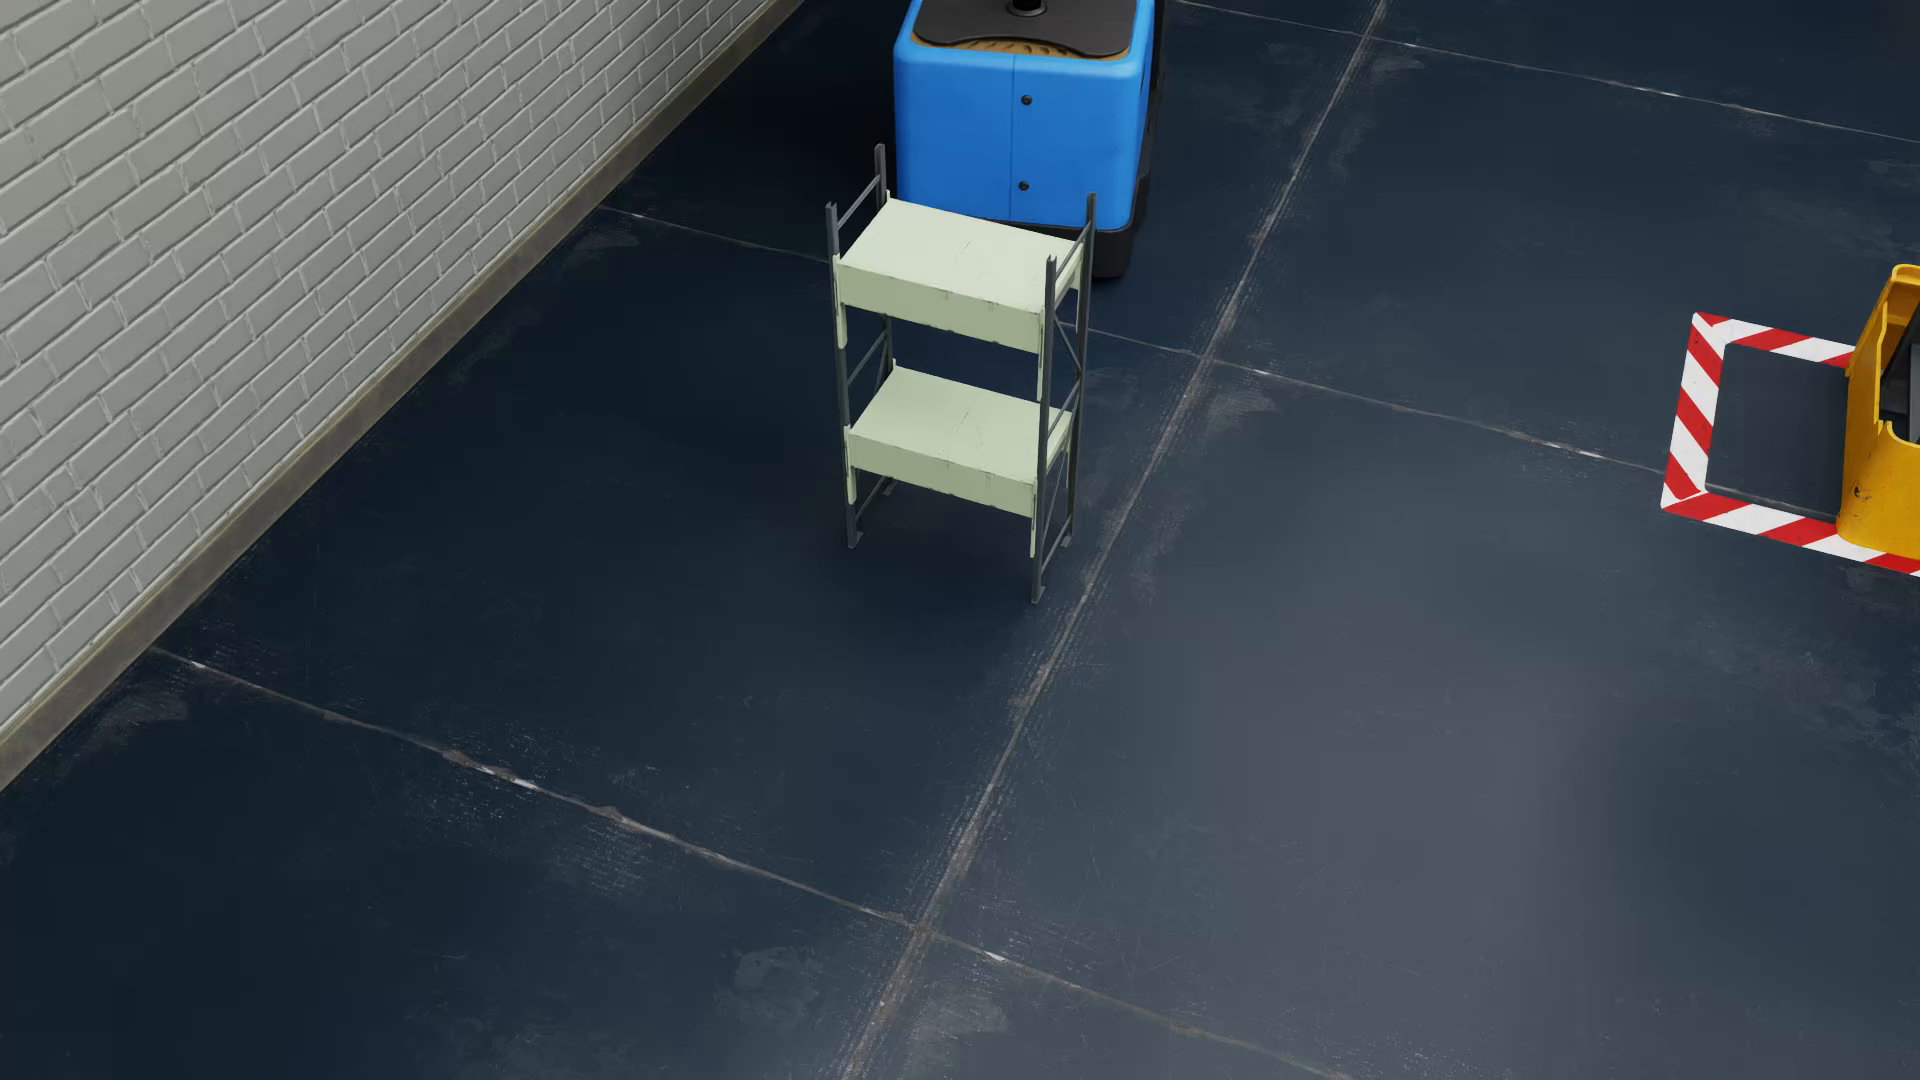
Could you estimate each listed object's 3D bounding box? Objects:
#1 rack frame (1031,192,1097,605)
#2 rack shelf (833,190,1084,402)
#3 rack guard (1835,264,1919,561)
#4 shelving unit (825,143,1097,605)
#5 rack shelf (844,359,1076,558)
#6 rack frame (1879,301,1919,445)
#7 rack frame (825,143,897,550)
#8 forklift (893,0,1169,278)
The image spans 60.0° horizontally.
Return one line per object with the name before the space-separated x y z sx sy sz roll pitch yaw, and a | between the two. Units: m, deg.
rack frame | 0.344 -0.430 5.619 0.023 1.500 0.400 16 47 16
rack shelf | 0.006 -0.807 5.444 0.720 0.370 0.431 16 47 16
rack guard | 3.674 -0.513 6.411 0.348 0.500 1.175 16 47 16
shelving unit | 0.006 -0.530 5.719 0.755 1.500 0.431 16 47 16
rack shelf | 0.006 -0.299 5.949 0.720 0.370 0.431 16 47 16
rack frame | 3.696 -1.393 5.523 0.127 3.000 1.000 16 47 16
rack frame | -0.332 -0.629 5.819 0.023 1.500 0.400 16 47 16
forklift | 0.456 -3.241 7.430 1.130 2.935 3.031 7 45 7
